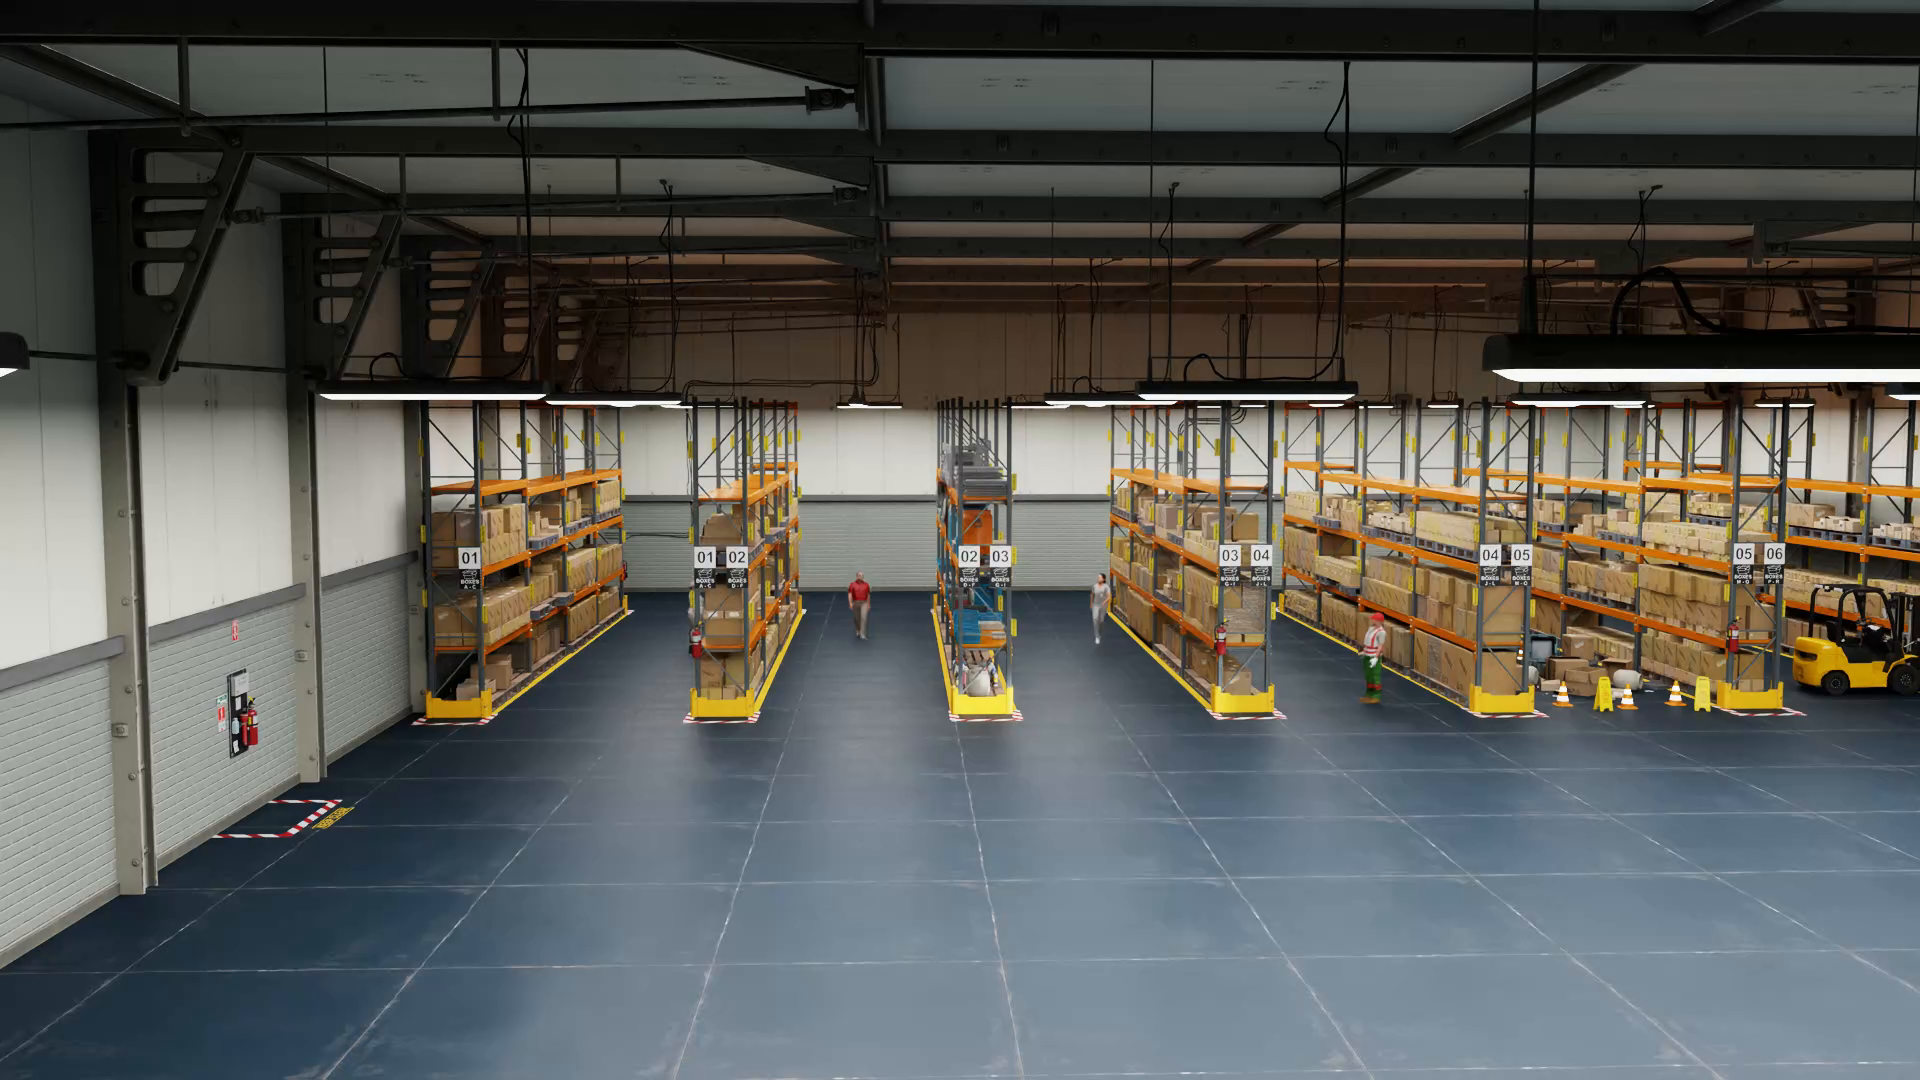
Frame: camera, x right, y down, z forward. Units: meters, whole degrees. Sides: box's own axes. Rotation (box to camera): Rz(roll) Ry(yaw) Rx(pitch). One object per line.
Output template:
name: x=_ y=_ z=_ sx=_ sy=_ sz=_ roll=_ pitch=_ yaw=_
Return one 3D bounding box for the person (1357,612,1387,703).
person: x=8.086 y=2.307 z=32.739 sx=0.422 sy=1.791 sz=0.668 roll=-2 pitch=5 yaw=-22

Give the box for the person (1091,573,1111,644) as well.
person: x=3.366 y=1.599 z=39.665 sx=0.430 sy=1.634 sz=0.981 roll=0 pitch=4 yaw=-1

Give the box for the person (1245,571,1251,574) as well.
person: x=8.007 y=1.294 z=46.895 sx=0.462 sy=1.621 sz=1.034 roll=1 pitch=4 yaw=7

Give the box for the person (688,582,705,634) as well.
person: x=-6.299 y=1.815 z=39.884 sx=0.421 sy=1.661 sz=0.591 roll=-1 pitch=4 yaw=-8

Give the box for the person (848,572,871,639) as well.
person: x=-2.554 y=1.641 z=41.889 sx=0.526 sy=1.670 sz=1.042 roll=1 pitch=4 yaw=7
